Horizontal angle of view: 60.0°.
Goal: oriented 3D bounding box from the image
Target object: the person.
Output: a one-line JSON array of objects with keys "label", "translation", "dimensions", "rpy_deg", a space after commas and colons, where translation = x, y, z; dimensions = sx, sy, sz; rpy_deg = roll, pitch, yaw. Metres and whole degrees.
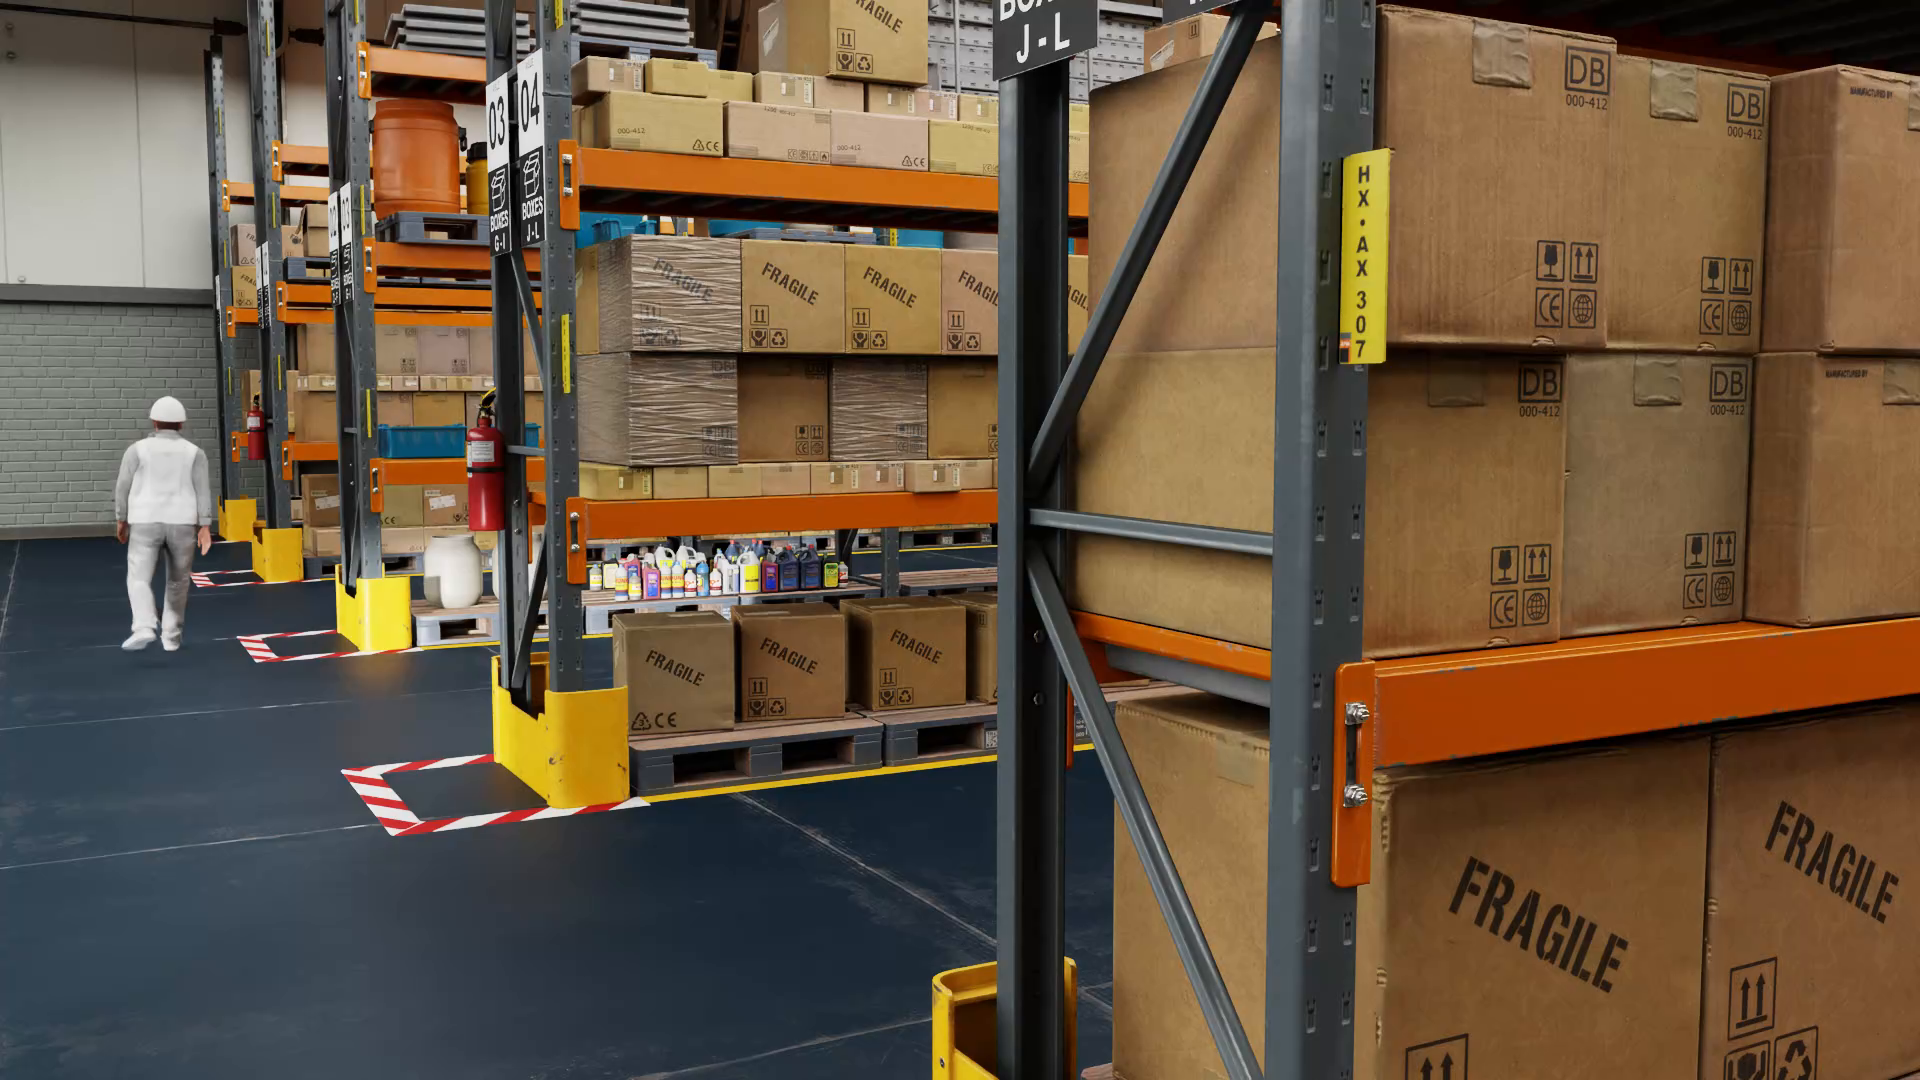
[{"label": "person", "translation": [-5.385, -0.093, 11.244], "dimensions": [0.609, 1.748, 0.916], "rpy_deg": [-3, 6, -30]}]
